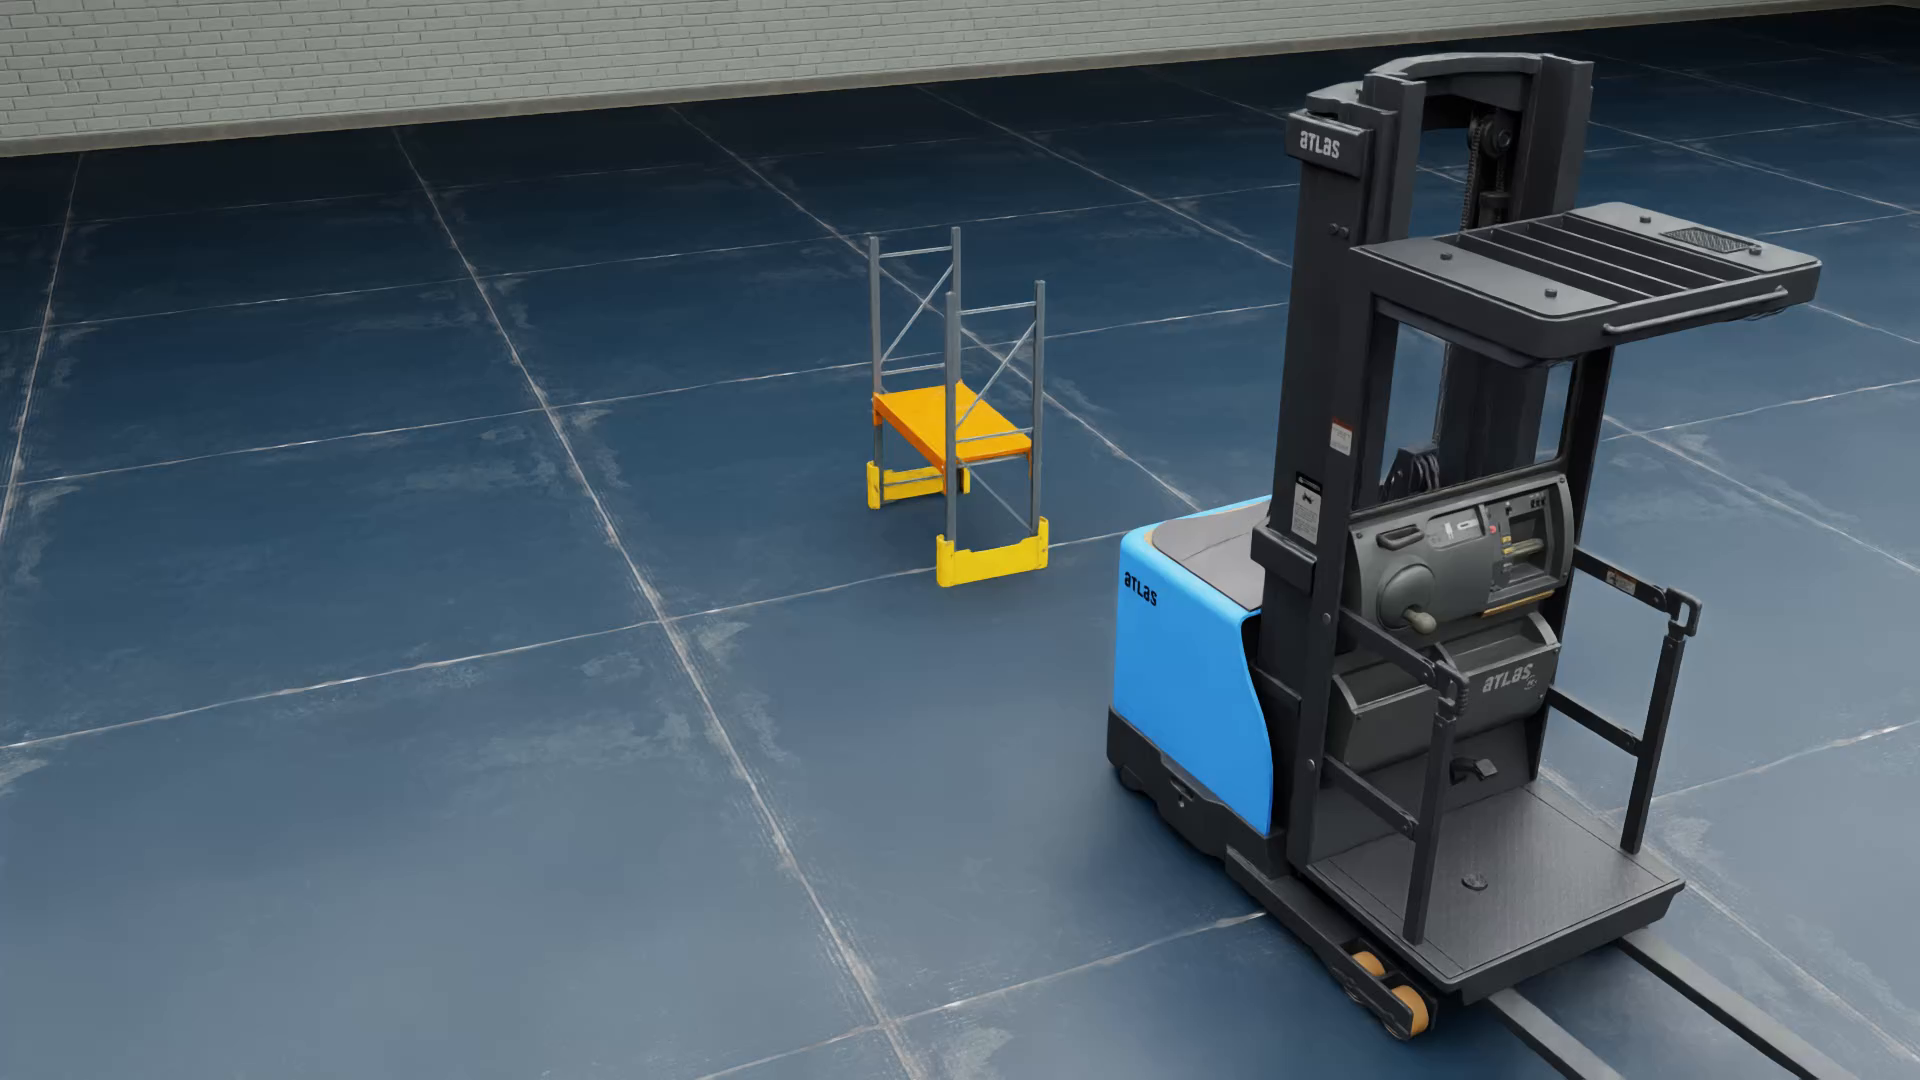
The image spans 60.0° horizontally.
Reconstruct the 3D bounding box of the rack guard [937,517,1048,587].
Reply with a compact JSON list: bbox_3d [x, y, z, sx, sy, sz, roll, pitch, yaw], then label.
[{"bbox_3d":[0.165,0.058,8.346,0.587,0.250,0.087,-11,28,-21],"label":"rack guard"}]

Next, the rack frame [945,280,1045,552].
[{"bbox_3d":[0.166,-0.503,8.071,0.500,1.500,0.032,-11,28,-21],"label":"rack frame"}]

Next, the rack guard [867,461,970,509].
[{"bbox_3d":[-0.225,-0.344,9.170,0.587,0.250,0.087,-11,28,-21],"label":"rack guard"}]

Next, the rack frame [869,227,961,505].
[{"bbox_3d":[-0.232,-0.914,8.912,0.500,1.500,0.032,-11,28,-21],"label":"rack frame"}]

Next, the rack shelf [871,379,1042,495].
[{"bbox_3d":[-0.033,-0.547,8.570,0.538,0.185,1.000,-11,28,-21],"label":"rack shelf"}]

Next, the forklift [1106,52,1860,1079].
[{"bbox_3d":[1.749,0.079,5.248,1.130,2.935,3.031,-14,29,-26],"label":"forklift"}]

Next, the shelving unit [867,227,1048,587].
[{"bbox_3d":[-0.030,-0.705,8.484,0.587,1.500,1.083,-11,28,-21],"label":"shelving unit"}]
